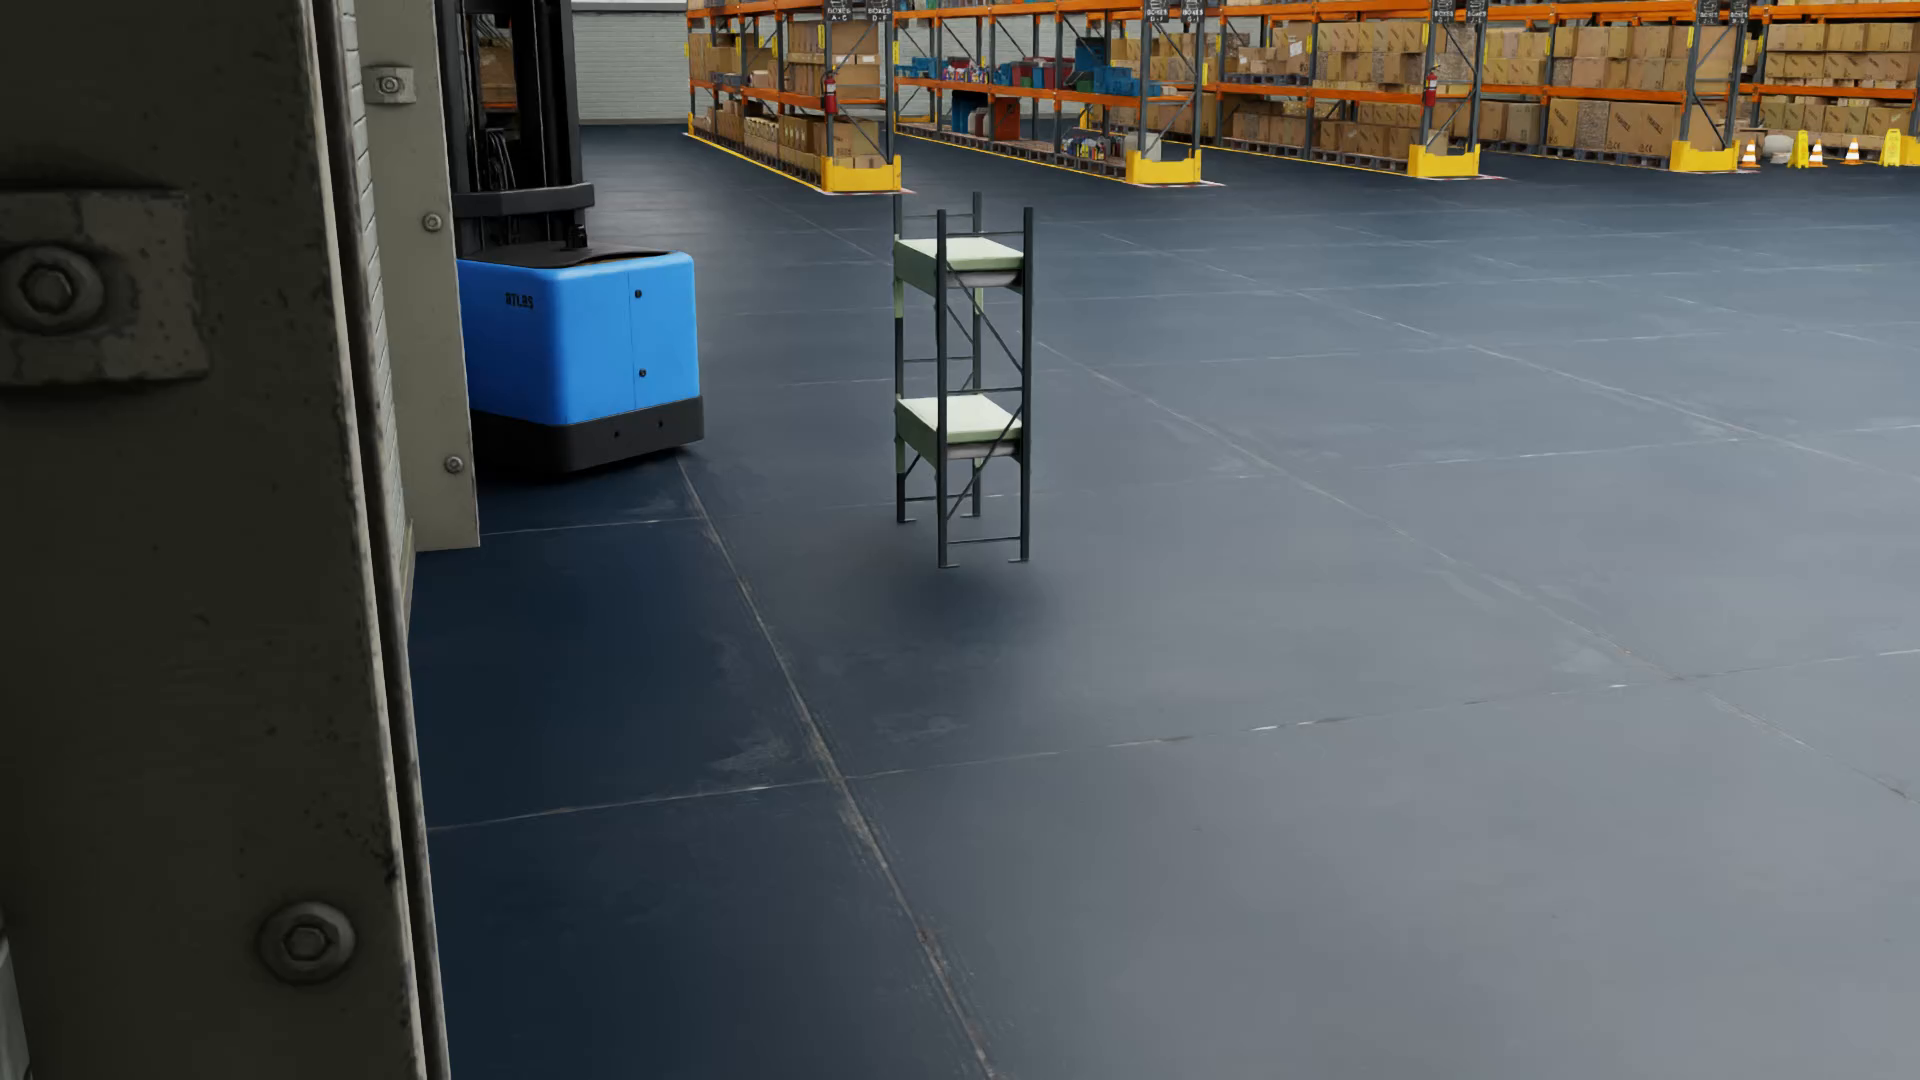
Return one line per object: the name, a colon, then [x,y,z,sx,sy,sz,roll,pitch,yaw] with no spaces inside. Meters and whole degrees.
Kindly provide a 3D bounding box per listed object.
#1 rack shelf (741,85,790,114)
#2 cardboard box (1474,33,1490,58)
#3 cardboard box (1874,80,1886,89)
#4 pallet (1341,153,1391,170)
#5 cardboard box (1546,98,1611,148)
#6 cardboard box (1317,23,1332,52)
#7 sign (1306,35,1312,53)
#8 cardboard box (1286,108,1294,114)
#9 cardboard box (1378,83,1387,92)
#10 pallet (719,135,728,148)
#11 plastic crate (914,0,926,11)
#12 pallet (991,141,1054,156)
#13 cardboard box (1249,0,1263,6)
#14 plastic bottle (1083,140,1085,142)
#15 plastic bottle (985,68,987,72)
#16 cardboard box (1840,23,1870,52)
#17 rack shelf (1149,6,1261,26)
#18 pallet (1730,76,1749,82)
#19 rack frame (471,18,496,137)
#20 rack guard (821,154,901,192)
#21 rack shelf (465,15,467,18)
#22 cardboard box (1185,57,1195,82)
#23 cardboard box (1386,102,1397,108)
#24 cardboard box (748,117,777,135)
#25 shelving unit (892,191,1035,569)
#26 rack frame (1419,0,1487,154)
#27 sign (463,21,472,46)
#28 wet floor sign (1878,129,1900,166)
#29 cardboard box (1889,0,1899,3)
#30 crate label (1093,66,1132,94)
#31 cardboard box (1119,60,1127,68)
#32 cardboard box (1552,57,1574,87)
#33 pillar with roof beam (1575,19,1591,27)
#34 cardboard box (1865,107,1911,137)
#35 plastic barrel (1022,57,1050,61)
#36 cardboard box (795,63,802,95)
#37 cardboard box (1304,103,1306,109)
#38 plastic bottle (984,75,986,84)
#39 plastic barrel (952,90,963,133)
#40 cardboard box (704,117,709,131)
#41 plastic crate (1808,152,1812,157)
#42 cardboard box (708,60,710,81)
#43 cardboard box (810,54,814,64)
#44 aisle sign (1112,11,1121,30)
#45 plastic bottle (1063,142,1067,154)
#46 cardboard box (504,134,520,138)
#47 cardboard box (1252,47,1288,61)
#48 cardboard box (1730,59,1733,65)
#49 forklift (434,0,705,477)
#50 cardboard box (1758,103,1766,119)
rack shelf: [-3.135,-8.011,30.158,1.077,0.370,4.000,-5,17,-15]
cardboard box: [11.035,-10.175,34.201,0.700,0.500,0.500,-5,17,-16]
cardboard box: [17.034,-8.362,30.511,0.380,0.149,0.250,-5,17,-16]
pallet: [7.498,-6.728,29.483,1.003,0.211,1.213,-5,17,-15]
cardboard box: [11.843,-7.953,31.677,0.875,0.875,0.875,-4,17,-14]
cardboard box: [6.820,-9.109,30.134,0.500,0.500,0.500,-5,17,-15]
sign: [6.408,-9.094,30.501,0.100,0.325,0.005,-5,17,-15]
cardboard box: [8.476,-10.861,42.102,0.380,0.149,0.250,-4,17,-14]
cardboard box: [7.404,-7.765,28.524,0.380,0.149,0.250,-5,17,-15]
pallet: [-4.524,-8.458,35.242,1.003,0.211,1.213,-5,17,-15]
plastic crate: [-0.807,-12.255,38.026,0.437,0.282,0.530,-5,17,-15]
pallet: [1.254,-7.746,32.874,1.003,0.211,1.213,-5,17,-15]
cardboard box: [6.017,-10.622,32.646,0.500,0.250,0.500,-4,17,-14]
plastic bottle: [2.157,-6.810,28.888,0.097,0.271,0.097,0,17,0]
plastic bottle: [0.560,-9.968,35.646,0.097,0.271,0.097,0,17,0]
cardboard box: [16.847,-9.328,30.864,0.700,0.500,0.500,-5,17,-16]
rack shelf: [5.292,-11.336,36.014,1.077,0.370,4.000,-5,17,-15]
pallet: [15.953,-9.838,35.324,1.003,0.211,1.213,-5,17,-15]
rack frame: [-8.447,-8.516,30.589,1.000,3.000,0.127,-5,17,-15]
rack guard: [-1.480,-5.492,24.867,1.175,0.500,0.348,-5,17,-15]
rack shelf: [-8.996,-10.161,32.102,1.077,0.370,4.000,-5,17,-15]
cardboard box: [5.190,-10.137,35.813,0.500,0.500,0.500,-5,18,-17]
cardboard box: [9.924,-9.867,37.399,0.500,0.250,0.500,-4,17,-14]
cardboard box: [-3.671,-7.749,31.109,0.500,0.311,0.500,-5,17,-17]
shelving unit: [0.002,-0.716,7.230,0.431,1.500,0.755,-5,17,-15]
rack frame: [8.040,-7.478,27.133,1.000,3.000,0.127,-5,17,-15]
sign: [-6.787,-6.971,22.882,0.100,0.325,0.005,-5,17,-15]
wet floor sign: [16.592,-6.997,29.624,0.267,0.644,0.232,1,17,4]
cardboard box: [17.061,-9.797,30.075,0.380,0.149,0.250,-4,17,-14]
crate label: [2.512,-7.591,27.448,0.502,0.435,0.616,-5,17,-15]
cardboard box: [4.083,-11.253,39.445,0.500,0.250,0.500,-4,17,-14]
cardboard box: [11.850,-8.919,31.671,0.875,0.550,0.550,-5,17,-15]
pillar with roof beam: [13.929,-16.431,46.509,9.100,9.000,0.400,-5,17,-15]
cardboard box: [17.097,-7.706,30.638,0.500,0.500,0.500,-5,17,-15]
plastic barrel: [1.498,-9.260,32.829,0.600,0.536,0.708,-5,17,-15]
cardboard box: [-2.306,-7.583,27.307,0.700,0.500,0.500,-5,17,-16]
cardboard box: [8.798,-10.792,41.358,0.380,0.149,0.250,-5,17,-15]
plastic bottle: [0.543,-9.316,33.596,0.097,0.201,0.097,0,17,0]
plastic barrel: [0.113,-9.450,36.616,0.600,0.901,0.708,-5,17,-15]
cardboard box: [-5.419,-9.281,37.044,0.500,0.311,0.500,-5,17,-15]
plastic crate: [16.112,-7.471,32.183,0.402,0.080,0.583,-12,20,-34]
cardboard box: [-5.168,-10.181,35.958,0.500,0.500,0.500,-4,17,-14]
cardboard box: [-2.132,-7.503,25.915,0.380,0.149,0.250,-4,17,-14]
aisle sign: [3.911,-13.192,41.638,0.394,0.787,0.004,-5,17,-15]
plastic bottle: [1.872,-6.913,29.350,0.097,0.201,0.097,0,17,0]
cardboard box: [-7.024,-6.139,26.256,0.500,0.500,0.500,-6,18,-19]
cardboard box: [6.278,-9.647,33.451,0.700,0.500,0.500,-2,17,-7]
cardboard box: [15.984,-10.006,34.128,0.500,0.500,0.500,-5,17,-15]
forklift: [-2.866,-2.045,9.165,3.031,2.935,1.130,13,21,36]
cardboard box: [19.544,-10.256,39.995,0.500,0.500,0.500,-4,17,-13]
